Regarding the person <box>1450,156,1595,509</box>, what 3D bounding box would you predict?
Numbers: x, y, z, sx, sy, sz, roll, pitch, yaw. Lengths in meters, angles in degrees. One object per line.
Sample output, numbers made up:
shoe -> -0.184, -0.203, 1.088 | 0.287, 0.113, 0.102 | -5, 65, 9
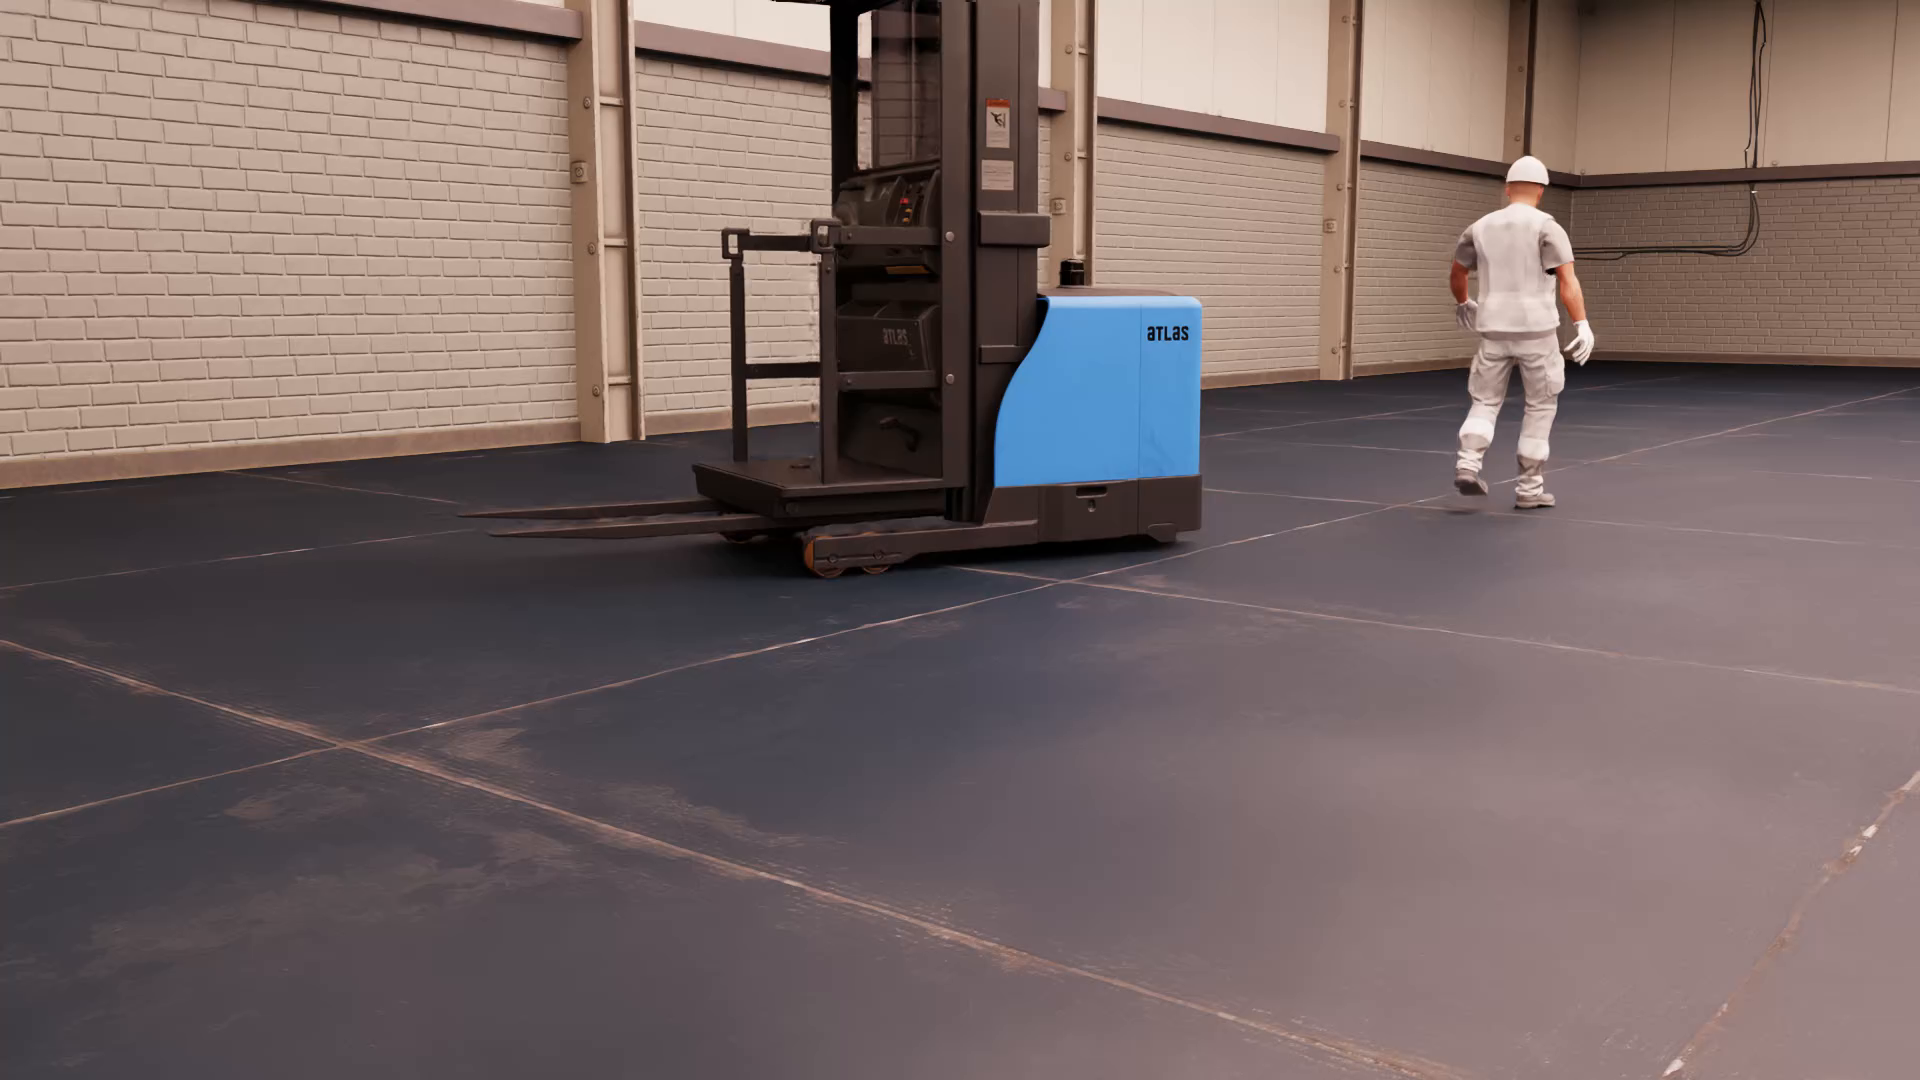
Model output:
person -> 2.819, -1.038, 8.408 | 0.880, 1.764, 0.683 | 7, 11, 39

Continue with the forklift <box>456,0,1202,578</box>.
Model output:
forklift -> -0.497, -1.392, 6.792 | 3.031, 2.935, 1.130 | -4, 9, -27
